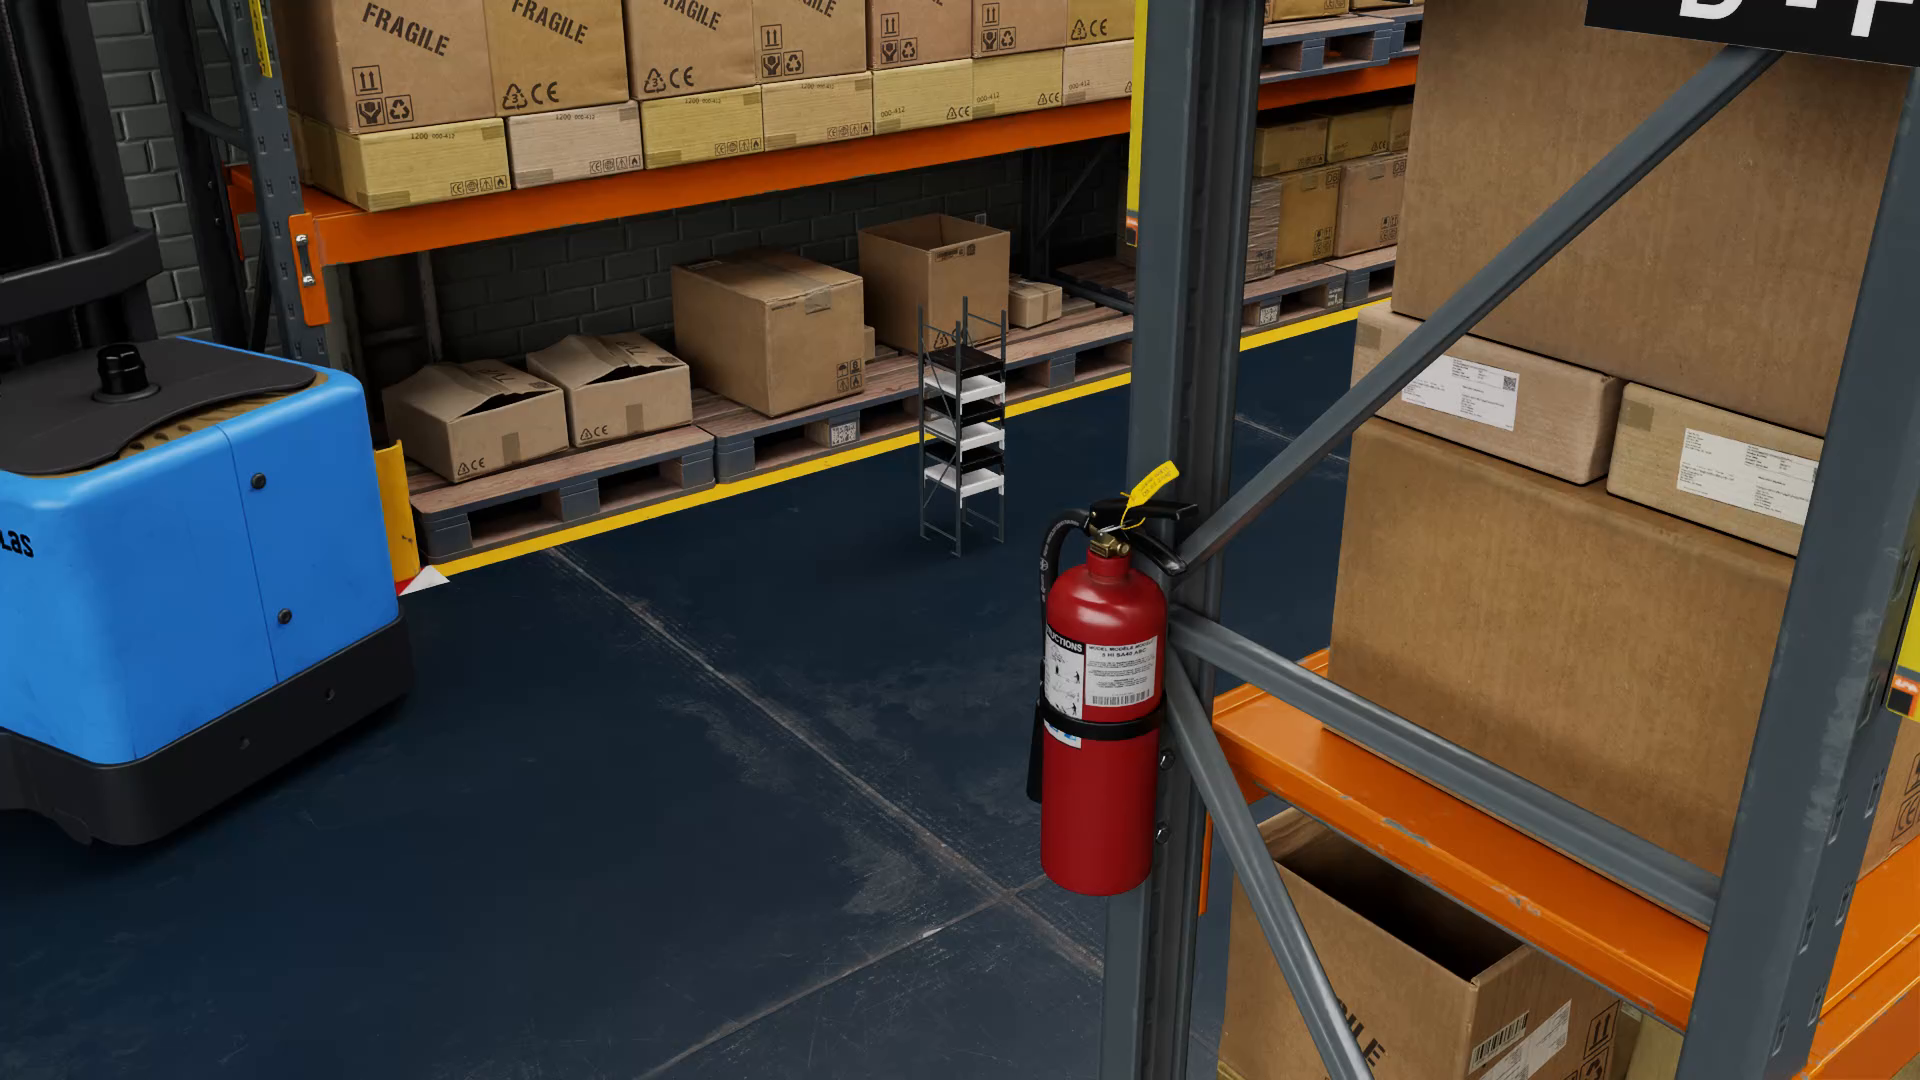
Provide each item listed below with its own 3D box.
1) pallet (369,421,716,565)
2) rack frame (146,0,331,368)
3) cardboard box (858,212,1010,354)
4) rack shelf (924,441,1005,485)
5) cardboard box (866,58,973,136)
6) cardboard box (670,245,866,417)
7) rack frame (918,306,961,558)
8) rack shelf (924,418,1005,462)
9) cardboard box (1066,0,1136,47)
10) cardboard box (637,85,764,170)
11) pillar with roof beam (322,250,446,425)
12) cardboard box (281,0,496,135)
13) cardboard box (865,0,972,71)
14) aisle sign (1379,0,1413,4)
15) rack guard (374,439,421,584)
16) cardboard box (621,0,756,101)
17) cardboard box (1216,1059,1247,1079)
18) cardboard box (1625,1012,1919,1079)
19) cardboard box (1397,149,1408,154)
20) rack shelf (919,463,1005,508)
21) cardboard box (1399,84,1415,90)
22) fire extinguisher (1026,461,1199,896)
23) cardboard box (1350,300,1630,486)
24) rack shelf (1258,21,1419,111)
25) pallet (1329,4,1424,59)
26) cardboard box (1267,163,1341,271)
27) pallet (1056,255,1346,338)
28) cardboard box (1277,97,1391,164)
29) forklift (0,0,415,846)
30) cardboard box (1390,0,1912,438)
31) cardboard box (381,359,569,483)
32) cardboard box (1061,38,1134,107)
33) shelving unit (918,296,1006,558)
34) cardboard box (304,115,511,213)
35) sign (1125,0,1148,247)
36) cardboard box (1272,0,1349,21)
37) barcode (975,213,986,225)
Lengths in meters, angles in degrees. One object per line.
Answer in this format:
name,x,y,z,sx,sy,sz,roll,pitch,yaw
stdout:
pallet,-1.753,-0.320,6.689,1.213,0.211,1.003,-18,31,-34
rack frame,-2.474,-1.366,5.630,0.127,3.000,1.000,-18,31,-34
cardboard box,-0.119,-1.188,7.693,0.500,0.500,0.500,-21,32,-38
rack shelf,0.006,-0.298,6.117,0.200,0.077,0.258,-18,31,-34
cardboard box,-0.296,-1.860,6.849,0.500,0.250,0.500,-18,31,-34
cardboard box,-0.818,-0.904,7.081,0.500,0.500,0.700,-21,32,-37
rack frame,-0.074,-0.384,6.008,0.006,0.900,0.240,-18,31,-34
rack shelf,0.006,-0.380,6.079,0.200,0.077,0.258,-18,31,-34
cardboard box,0.492,-2.461,7.253,0.500,0.500,0.500,-18,31,-34
cardboard box,-1.090,-1.599,6.286,0.500,0.250,0.500,-19,31,-35
pillar with roof beam,0.199,-3.129,2.304,0.400,9.000,9.100,-18,31,-34
cardboard box,-1.913,-1.672,5.552,0.500,0.500,0.500,-18,31,-34
cardboard box,-0.300,-2.202,6.695,0.500,0.500,0.500,-19,31,-35
aisle sign,0.352,-0.985,1.722,0.004,0.787,0.394,-18,31,-34
rack guard,-2.415,-0.252,6.199,0.348,0.500,1.175,-18,31,-34
cardboard box,-1.108,-1.929,6.106,0.500,0.500,0.500,-19,31,-36
cardboard box,0.825,1.094,3.098,0.500,0.250,0.500,-18,31,-34
cardboard box,1.537,0.795,2.851,0.500,0.500,0.500,-18,31,-34
cardboard box,2.436,-2.072,9.598,0.500,0.500,0.700,-18,31,-34
rack shelf,0.006,-0.217,6.155,0.200,0.077,0.258,-18,31,-34
cardboard box,2.799,-2.518,9.669,0.500,0.250,0.500,-18,30,-33
fire extinguisher,0.206,0.186,2.378,0.183,0.674,0.296,-18,31,-34
cardboard box,0.768,-0.228,2.289,0.250,0.149,0.380,-19,31,-35
rack shelf,2.247,-2.598,9.140,4.000,0.370,1.077,-18,31,-34
pallet,2.289,-2.829,9.011,1.213,0.211,1.003,-18,31,-34
cardboard box,1.618,-1.818,9.051,0.500,0.500,0.700,-19,31,-35
pallet,1.285,-1.343,8.893,1.213,0.211,1.003,-18,31,-34
cardboard box,1.994,-2.260,9.111,0.500,0.250,0.500,-19,31,-35
forklift,-3.223,-0.946,4.807,3.031,2.935,1.130,13,28,26
cardboard box,1.002,-0.491,2.084,0.500,0.500,0.700,-18,30,-34
cardboard box,-1.874,-0.496,6.426,0.500,0.311,0.500,-23,33,-40
cardboard box,0.488,-2.123,7.415,0.500,0.250,0.500,-18,30,-34
shelving unit,0.006,-0.410,6.065,0.210,0.900,0.258,-18,31,-34
cardboard box,-1.894,-1.329,5.704,0.500,0.250,0.500,-19,31,-35
sign,0.261,-0.542,2.198,0.005,0.325,0.100,-18,31,-34
cardboard box,1.539,-2.914,8.323,0.500,0.500,0.700,-15,29,-29
barcode,0.100,-1.555,8.104,0.075,0.075,0.001,-18,31,-34
